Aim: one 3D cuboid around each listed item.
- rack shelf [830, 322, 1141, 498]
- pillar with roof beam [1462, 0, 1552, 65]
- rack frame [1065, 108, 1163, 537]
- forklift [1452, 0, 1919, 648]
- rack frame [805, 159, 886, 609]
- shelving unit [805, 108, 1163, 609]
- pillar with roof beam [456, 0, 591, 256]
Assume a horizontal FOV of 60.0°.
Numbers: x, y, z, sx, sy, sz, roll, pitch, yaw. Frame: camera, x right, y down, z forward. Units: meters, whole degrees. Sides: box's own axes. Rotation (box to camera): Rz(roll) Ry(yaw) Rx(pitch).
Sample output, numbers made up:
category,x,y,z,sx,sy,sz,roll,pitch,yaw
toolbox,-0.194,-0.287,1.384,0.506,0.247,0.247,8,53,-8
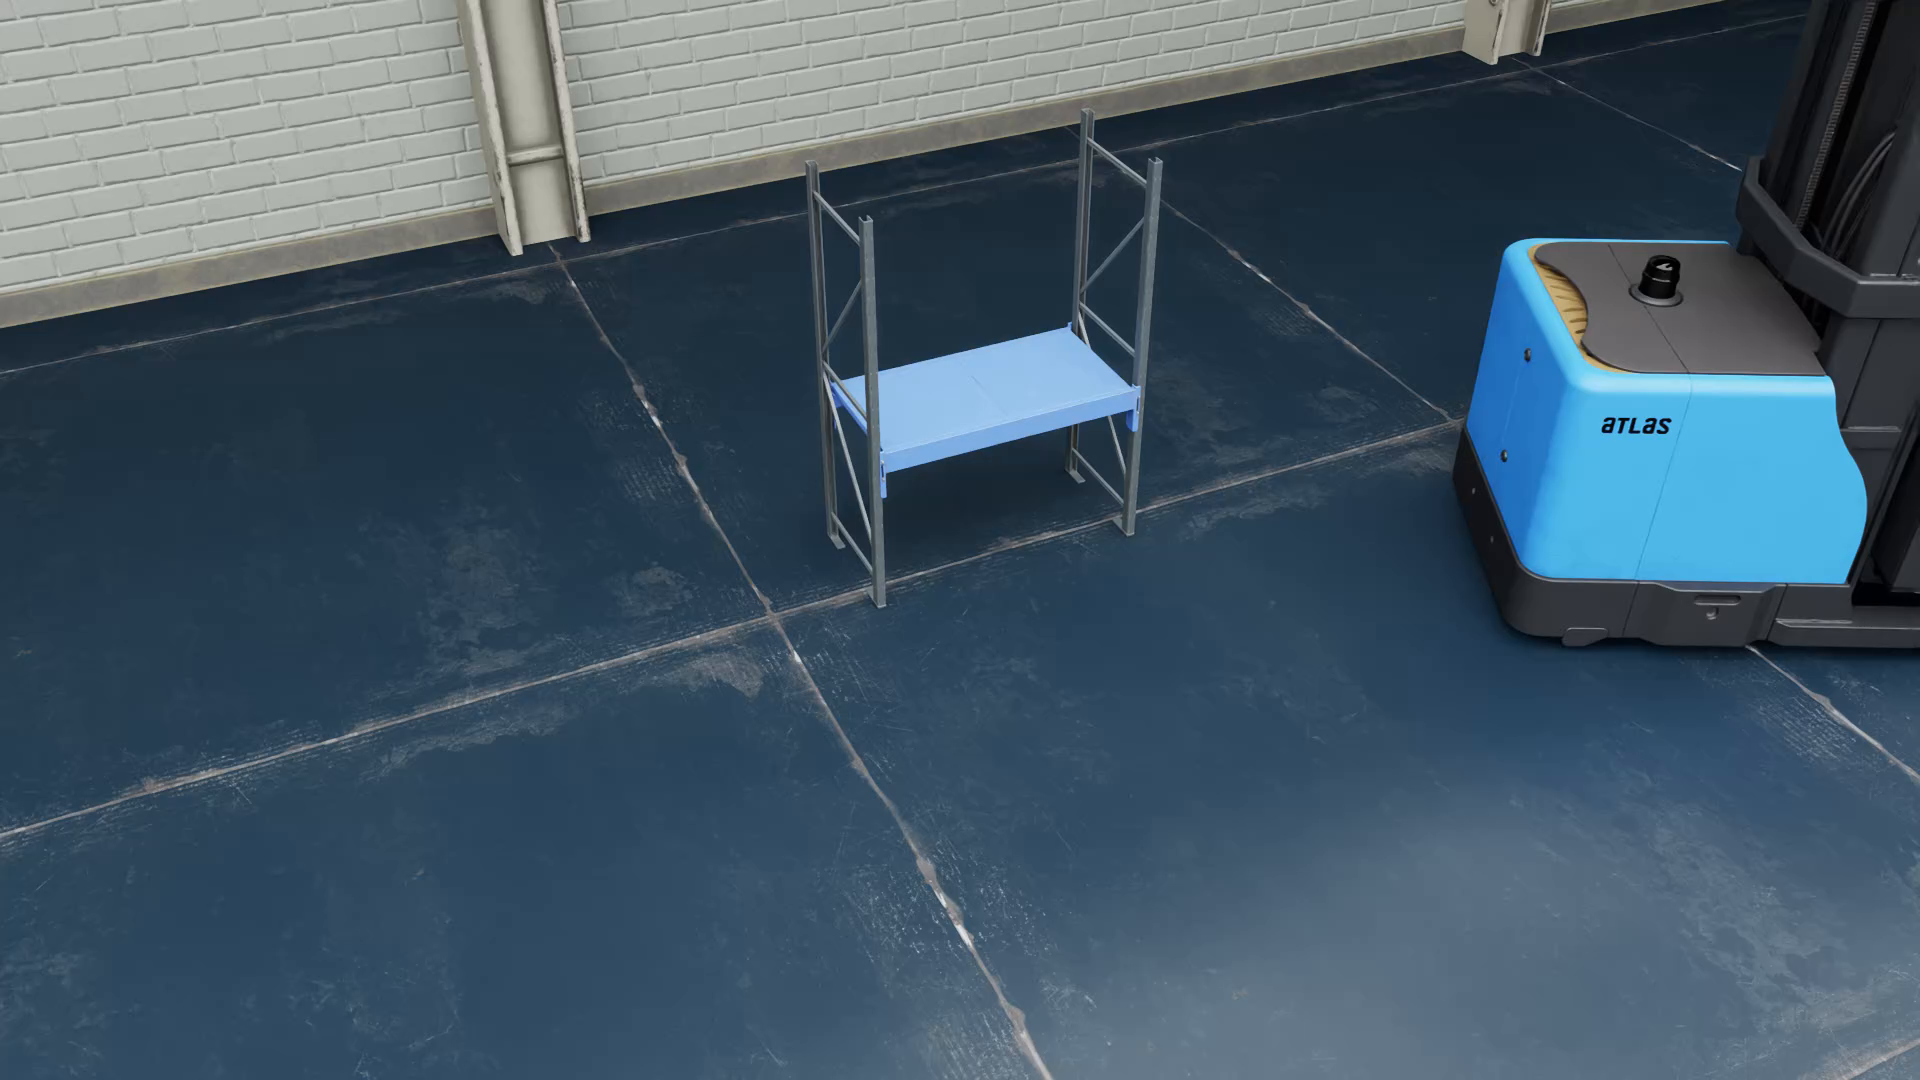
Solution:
category,x,y,z,sx,sy,sz,roll,pitch,yaw
rack shelf,0.077,-0.480,5.939,1.000,0.185,0.538,-16,39,-20
pillar with roof beam,5.186,-4.331,4.536,0.400,9.000,9.100,-16,39,-20
rack frame,0.537,-0.753,6.006,0.032,1.500,0.500,-16,39,-20
forklift,3.410,-1.078,5.243,3.031,2.935,1.130,1,37,1
rack frame,-0.383,-0.495,5.659,0.032,1.500,0.500,-16,39,-20
shelving unit,0.077,-0.624,5.832,1.048,1.500,0.538,-16,39,-20
pillar with roof beam,-0.245,-2.813,2.488,0.400,9.000,9.100,-16,39,-20
